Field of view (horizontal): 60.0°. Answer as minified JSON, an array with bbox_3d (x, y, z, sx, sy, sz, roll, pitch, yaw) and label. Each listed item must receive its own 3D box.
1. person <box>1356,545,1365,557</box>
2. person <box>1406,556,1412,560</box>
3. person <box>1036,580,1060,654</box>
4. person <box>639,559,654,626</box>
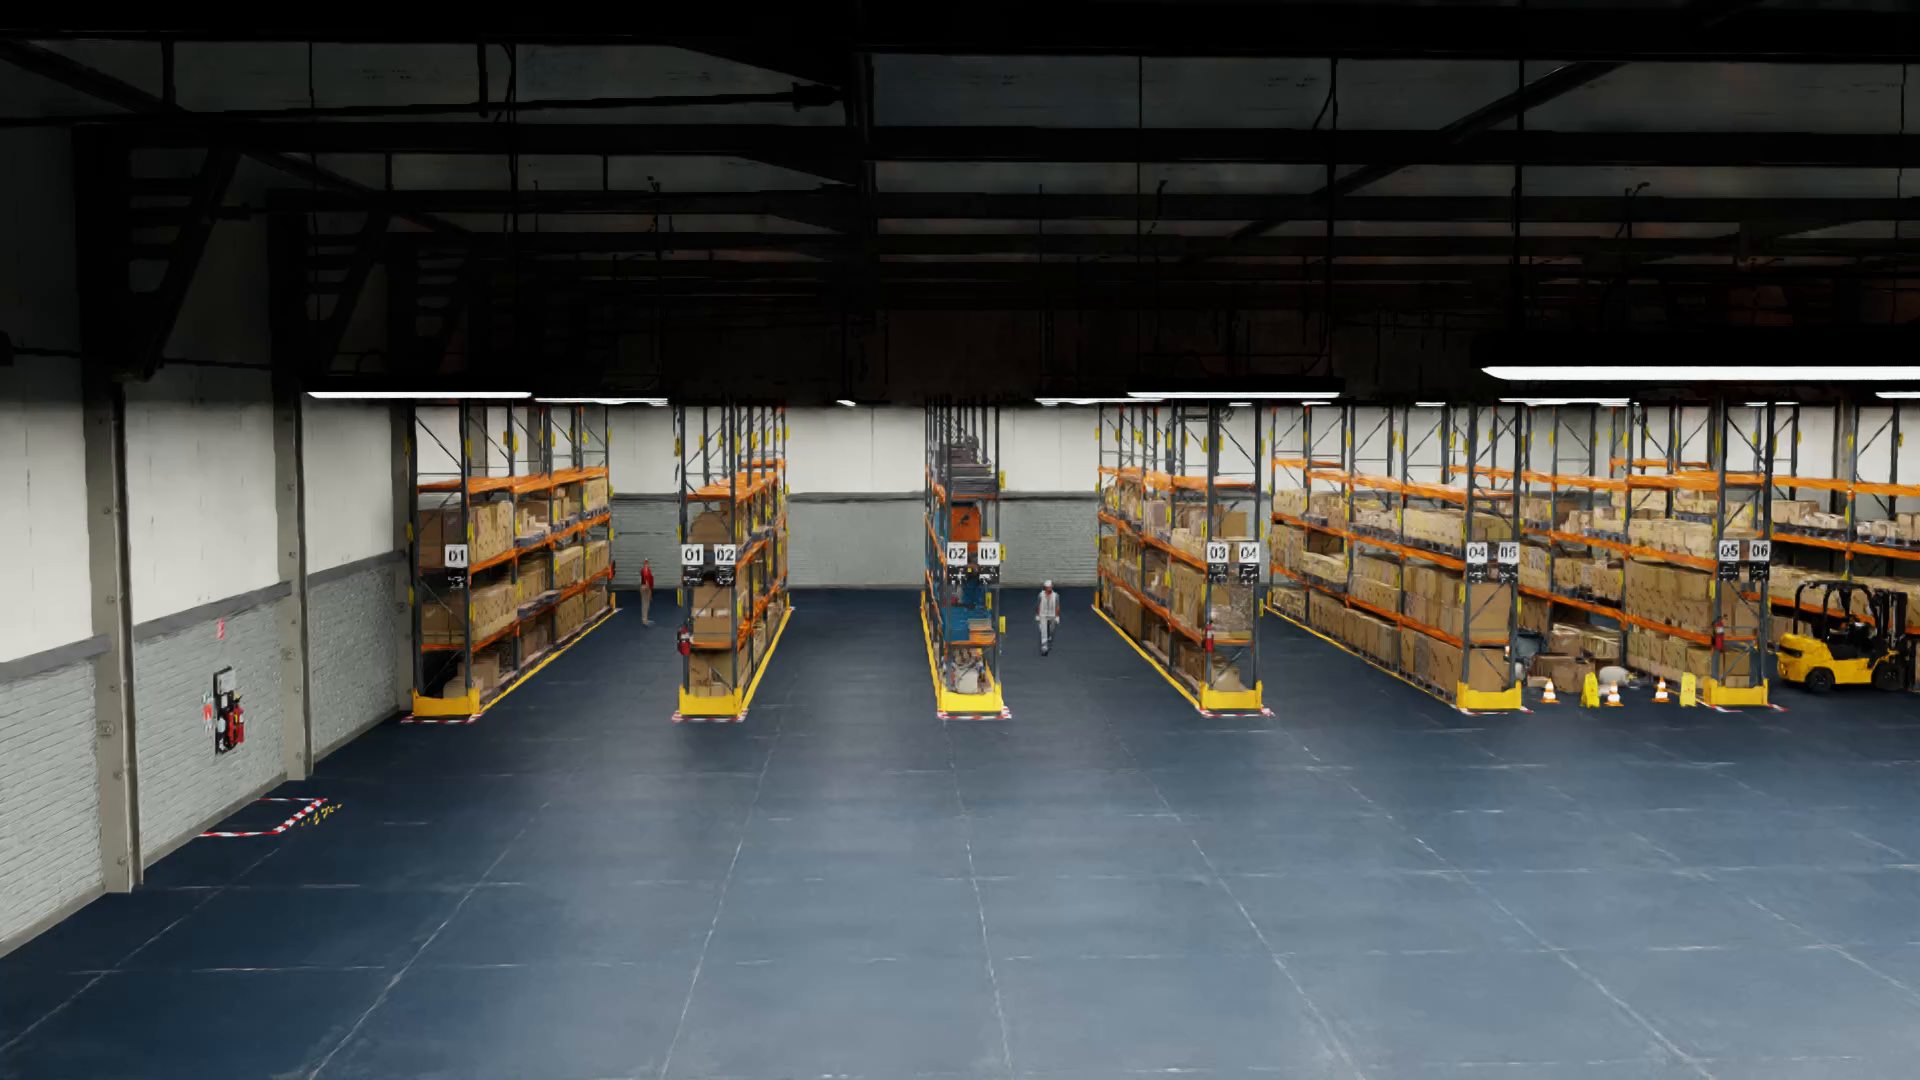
[{"bbox_3d":[12.082,0.977,49.771,0.573,1.645,0.499,-4,6,-44],"label":"person"},{"bbox_3d":[12.306,1.251,45.890,0.552,1.660,0.611,1,5,10],"label":"person"},{"bbox_3d":[2.062,1.785,38.867,0.550,1.709,1.128,0,5,-5],"label":"person"},{"bbox_3d":[-8.279,1.372,44.003,0.380,1.740,0.619,-1,5,-17],"label":"person"}]
